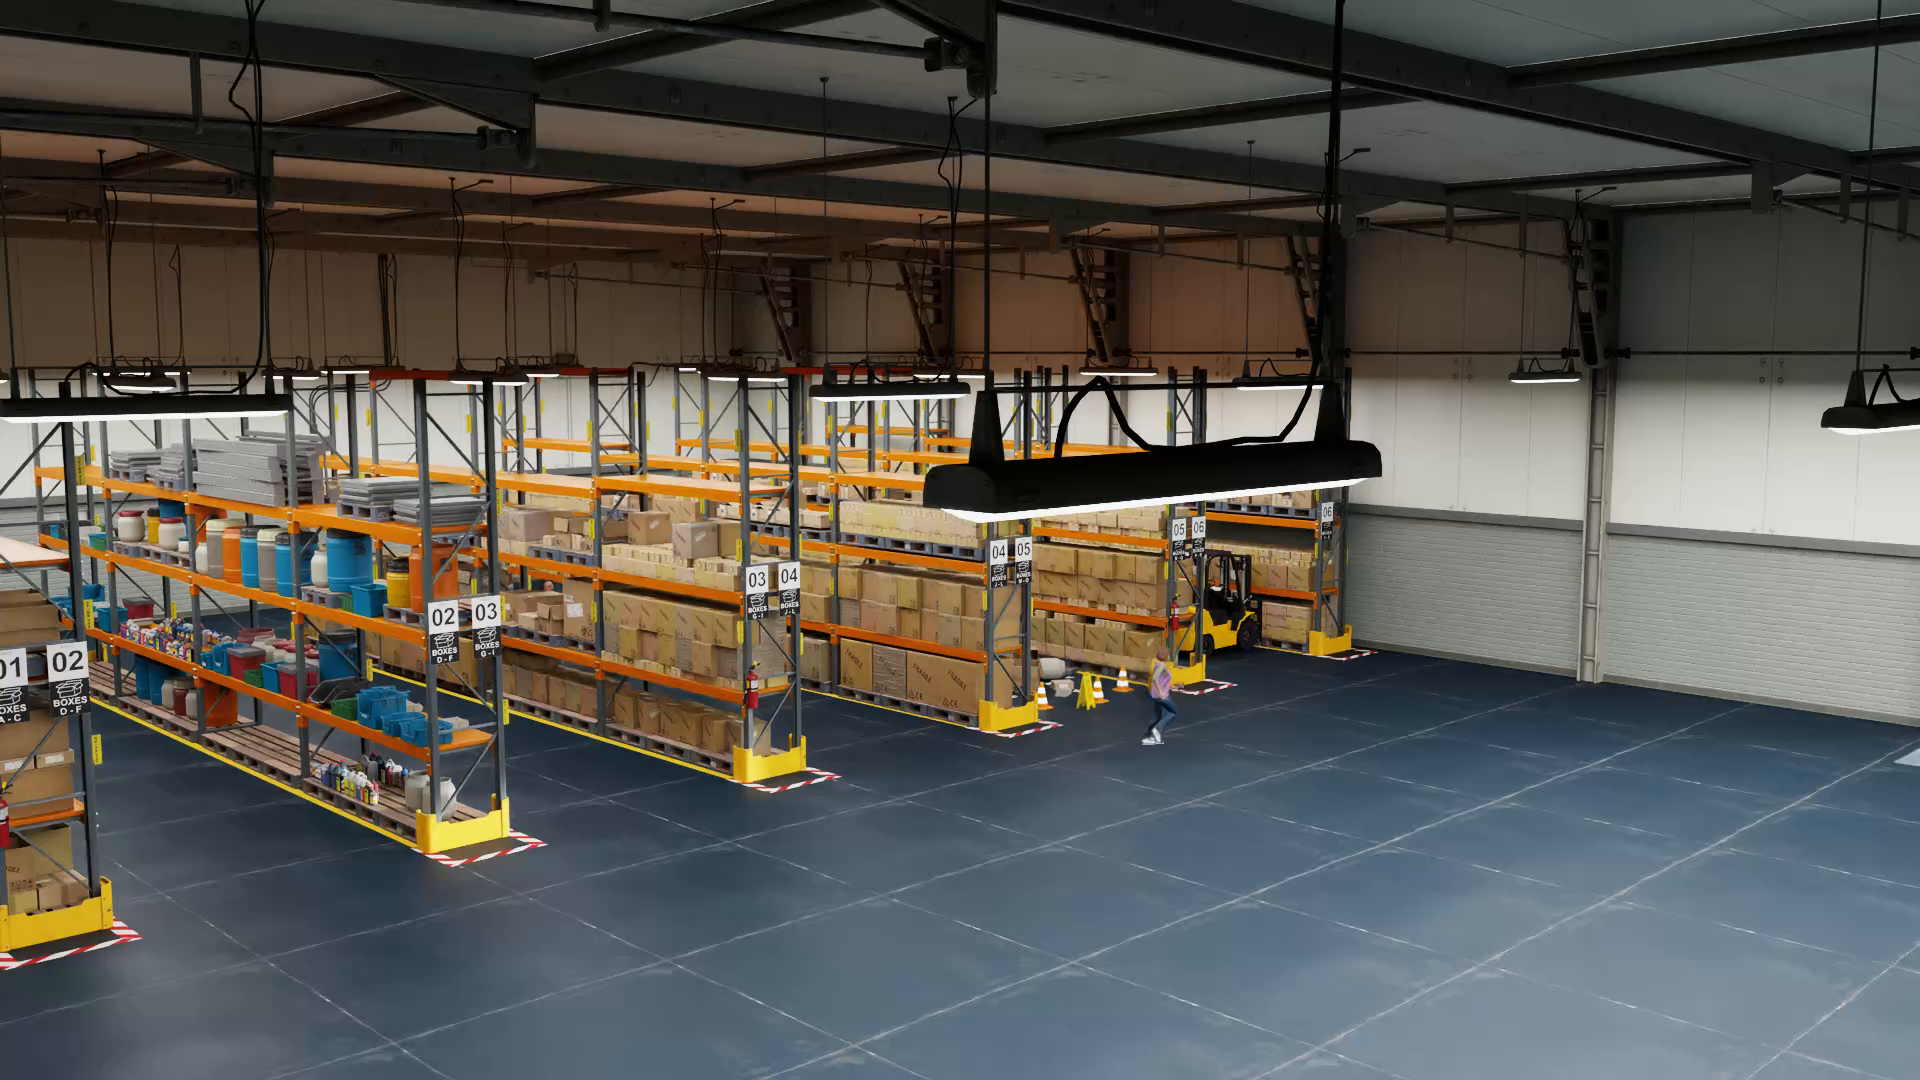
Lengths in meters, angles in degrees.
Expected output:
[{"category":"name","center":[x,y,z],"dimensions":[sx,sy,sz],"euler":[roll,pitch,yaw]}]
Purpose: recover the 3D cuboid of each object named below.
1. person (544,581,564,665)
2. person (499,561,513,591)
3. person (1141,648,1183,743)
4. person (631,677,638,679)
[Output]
[{"category":"person","center":[-8.212,1.714,33.116],"dimensions":[1.002,1.829,0.728],"euler":[6,9,42]},{"category":"person","center":[-10.258,1.262,37.115],"dimensions":[0.691,1.800,0.891],"euler":[-4,8,-33]},{"category":"person","center":[3.272,2.517,26.820],"dimensions":[0.689,1.553,0.509],"euler":[-1,7,-10]},{"category":"person","center":[-6.596,1.857,32.562],"dimensions":[0.829,1.686,0.619],"euler":[5,8,37]}]
